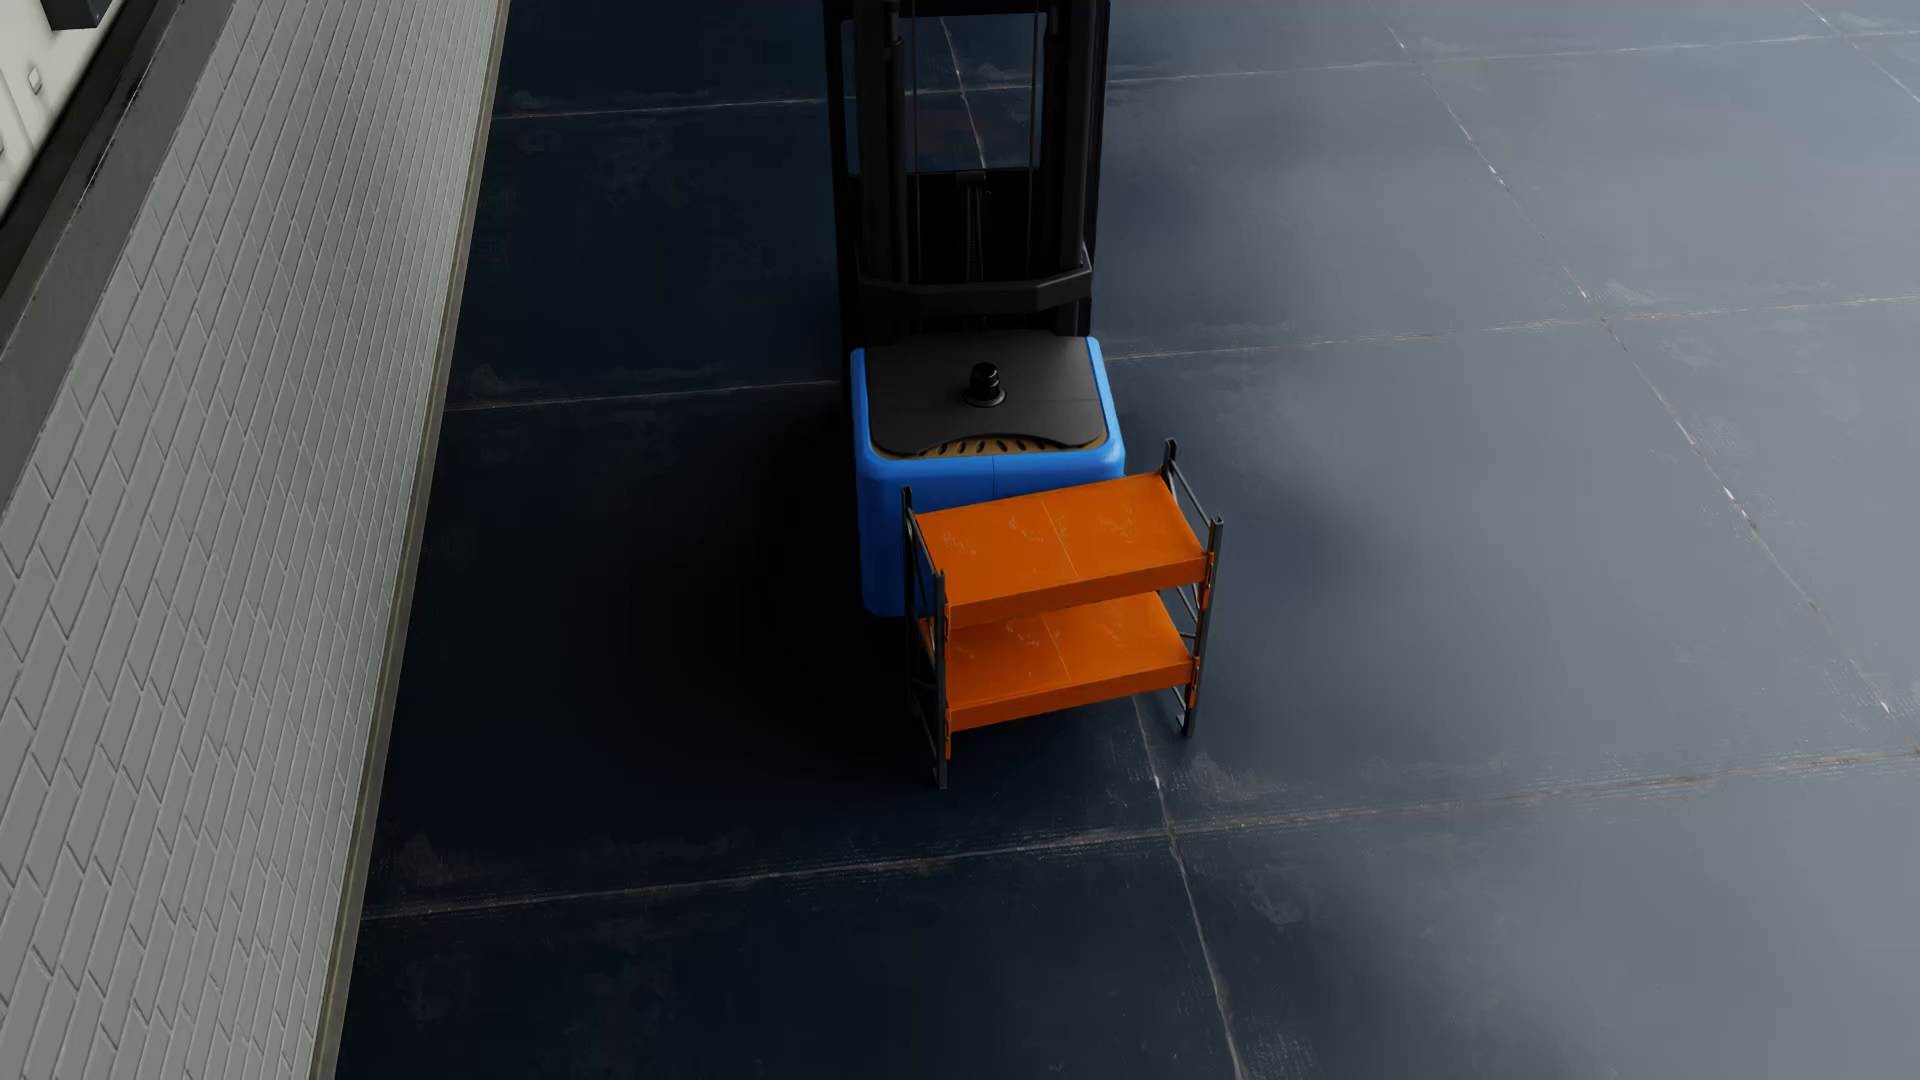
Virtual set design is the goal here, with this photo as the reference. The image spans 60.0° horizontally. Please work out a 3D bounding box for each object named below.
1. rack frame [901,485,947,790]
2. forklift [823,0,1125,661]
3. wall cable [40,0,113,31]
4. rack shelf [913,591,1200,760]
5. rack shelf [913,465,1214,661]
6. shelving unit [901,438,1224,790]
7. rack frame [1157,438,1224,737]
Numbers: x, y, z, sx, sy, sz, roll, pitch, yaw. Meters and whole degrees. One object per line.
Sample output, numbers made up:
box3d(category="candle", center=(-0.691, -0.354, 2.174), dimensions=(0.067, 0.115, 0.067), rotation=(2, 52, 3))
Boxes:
box3d(category="rack frame", center=(-0.132, 0.381, 6.203), dimensions=(0.032, 1.125, 0.500), rotation=(-11, 43, -11))
box3d(category="forklift", center=(0.004, -1.573, 7.021), dimensions=(1.130, 2.935, 3.031), rotation=(-3, 42, -3))
box3d(category="wall cable", center=(-2.303, -4.246, 2.915), dimensions=(0.169, 6.003, 2.305), rotation=(-5, 42, -6))
box3d(category="rack shelf", center=(0.358, 0.472, 6.467), dimensions=(1.000, 0.278, 0.538), rotation=(-11, 43, -11))
box3d(category="rack shelf", center=(0.358, 0.073, 6.107), dimensions=(1.000, 0.278, 0.538), rotation=(-11, 43, -11))
box3d(category="shelving unit", center=(0.358, 0.290, 6.303), dimensions=(1.048, 1.125, 0.538), rotation=(-11, 43, -11))
box3d(category="rack frame", center=(0.848, 0.199, 6.404), dimensions=(0.032, 1.125, 0.500), rotation=(-11, 43, -11))
